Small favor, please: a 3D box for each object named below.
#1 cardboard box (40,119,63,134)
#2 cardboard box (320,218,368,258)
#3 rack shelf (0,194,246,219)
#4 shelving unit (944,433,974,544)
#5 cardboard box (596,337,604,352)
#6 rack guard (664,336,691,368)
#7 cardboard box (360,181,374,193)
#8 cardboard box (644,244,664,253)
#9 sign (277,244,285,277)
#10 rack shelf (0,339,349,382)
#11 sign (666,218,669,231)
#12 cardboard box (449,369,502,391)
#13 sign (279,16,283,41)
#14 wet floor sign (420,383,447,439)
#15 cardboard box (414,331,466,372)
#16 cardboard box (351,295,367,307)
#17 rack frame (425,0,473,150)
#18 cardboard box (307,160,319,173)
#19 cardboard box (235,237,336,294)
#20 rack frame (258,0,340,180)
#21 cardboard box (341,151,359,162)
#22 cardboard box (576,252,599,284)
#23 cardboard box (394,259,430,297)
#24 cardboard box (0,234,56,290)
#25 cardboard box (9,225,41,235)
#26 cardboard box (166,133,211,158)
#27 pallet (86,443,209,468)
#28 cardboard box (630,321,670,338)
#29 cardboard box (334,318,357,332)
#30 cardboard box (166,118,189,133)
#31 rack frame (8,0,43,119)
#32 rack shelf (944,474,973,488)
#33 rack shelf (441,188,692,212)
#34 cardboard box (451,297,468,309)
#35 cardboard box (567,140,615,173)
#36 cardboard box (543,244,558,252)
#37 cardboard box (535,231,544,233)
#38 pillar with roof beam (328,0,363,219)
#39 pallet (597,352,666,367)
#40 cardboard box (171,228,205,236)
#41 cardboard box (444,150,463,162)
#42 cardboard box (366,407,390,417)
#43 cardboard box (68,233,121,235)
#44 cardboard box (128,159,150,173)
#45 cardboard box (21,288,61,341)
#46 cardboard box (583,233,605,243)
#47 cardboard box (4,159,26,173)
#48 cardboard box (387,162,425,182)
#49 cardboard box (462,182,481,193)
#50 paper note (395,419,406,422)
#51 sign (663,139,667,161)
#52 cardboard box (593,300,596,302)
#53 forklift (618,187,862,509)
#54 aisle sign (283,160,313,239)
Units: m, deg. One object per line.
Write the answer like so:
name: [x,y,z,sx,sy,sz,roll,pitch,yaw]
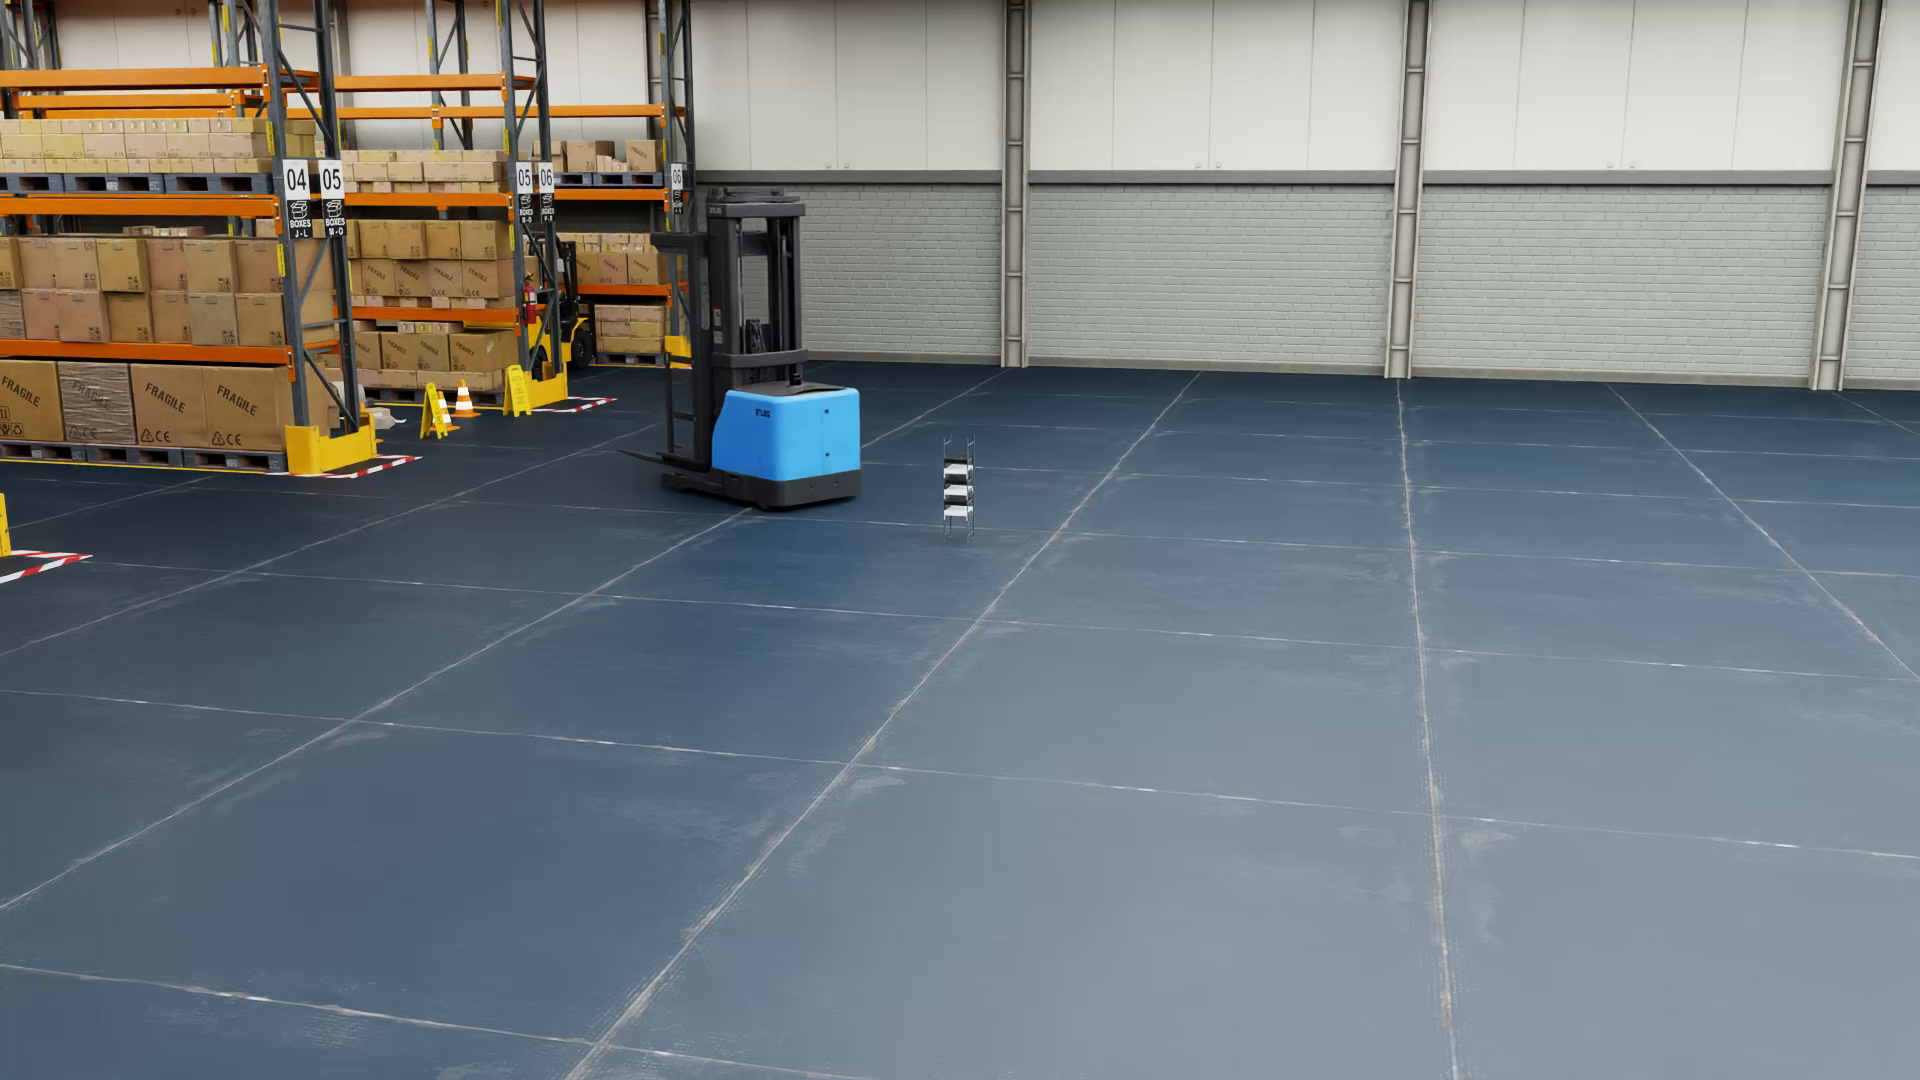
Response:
cardboard box: [-9.374,-4.323,17.408,0.250,0.149,0.380,3,13,14]
cardboard box: [-8.201,-4.078,22.465,0.500,0.500,0.700,3,13,12]
rack shelf: [-11.490,-4.745,23.429,4.000,0.370,1.077,3,13,14]
shelving unit: [-0.008,-0.440,14.138,0.210,0.900,0.258,3,13,14]
cardboard box: [-5.975,-3.240,27.292,0.500,0.250,0.500,3,13,14]
rack guard: [-4.456,-3.142,27.243,0.348,0.500,1.175,3,13,14]
cardboard box: [-7.805,-4.721,22.243,0.250,0.149,0.380,3,13,14]
cardboard box: [-4.883,-4.689,26.712,0.250,0.149,0.380,3,13,14]
sign: [-6.896,-2.841,16.895,0.005,0.325,0.100,3,13,14]
rack shelf: [-8.694,-2.026,18.103,4.000,0.370,1.077,3,13,14]
sign: [-4.623,-4.931,26.316,0.005,0.325,0.100,3,13,14]
cardboard box: [-6.537,-2.169,22.464,0.500,0.250,0.500,3,13,13]
sign: [-9.400,-7.064,22.959,0.005,0.325,0.100,3,13,14]
wet floor sign: [-6.250,-1.539,19.682,0.232,0.644,0.267,1,13,4]
cardboard box: [-7.013,-2.562,22.503,0.500,0.500,0.500,4,13,16]
cardboard box: [-8.080,-3.253,22.549,0.250,0.149,0.380,3,13,14]
rack frame: [-8.363,-7.500,27.264,0.127,3.000,1.000,3,13,14]
cardboard box: [-7.009,-3.955,17.587,0.250,0.149,0.380,3,13,14]
cardboard box: [-7.104,-2.902,17.547,0.550,0.550,0.875,3,13,14]
rack frame: [-6.753,-5.203,16.907,0.127,3.000,1.000,3,13,14]
cardboard box: [-8.043,-5.118,22.188,0.250,0.149,0.380,3,13,13]
cardboard box: [-6.019,-4.438,27.083,0.500,0.500,0.500,3,13,12]
cardboard box: [-7.228,-3.538,22.337,0.500,0.500,0.500,3,13,13]
cardboard box: [-10.286,-3.055,18.241,0.550,0.550,0.875,3,13,14]
cardboard box: [-13.852,-4.349,24.372,0.500,0.500,0.500,3,13,12]
cardboard box: [-7.780,-4.057,17.127,0.500,0.250,0.500,3,13,14]
pallet: [-8.729,-1.001,18.259,1.213,0.211,1.003,3,13,14]
cardboard box: [-5.027,-3.430,26.994,0.500,0.250,0.500,3,13,13]
cardboard box: [-8.434,-2.940,22.710,0.250,0.149,0.380,4,13,16]
cardboard box: [-7.904,-4.244,17.053,0.250,0.149,0.380,3,13,14]
rack frame: [-13.432,-6.664,23.494,0.127,3.000,1.000,3,13,14]
rack shelf: [-0.008,-0.495,14.126,0.200,0.077,0.258,3,13,14]
rack shelf: [-6.421,-5.581,27.199,4.000,0.370,1.077,3,13,14]
cardboard box: [-6.596,-3.179,22.219,0.250,0.149,0.380,3,13,13]
cardboard box: [-5.938,-6.177,26.793,0.500,0.500,0.700,3,13,14]
cardboard box: [-6.620,-4.781,27.128,0.250,0.149,0.380,3,13,12]
cardboard box: [-6.982,-5.079,27.786,0.250,0.149,0.380,3,13,13]
pillar with roof beam: [-11.796,-6.925,24.668,0.400,9.000,9.100,3,13,14]
pallet: [-5.232,-3.034,27.419,1.213,0.211,1.003,3,13,14]
cardboard box: [-10.723,-4.253,23.092,0.250,0.149,0.380,3,13,12]
cardboard box: [-6.557,-5.037,21.827,0.250,0.149,0.380,3,13,13]
cardboard box: [-7.421,-1.571,20.973,0.250,0.149,0.380,12,17,43]
cardboard box: [-15.211,-5.142,29.282,0.500,0.500,0.700,3,13,14]
cardboard box: [-8.390,-3.881,17.257,0.250,0.149,0.380,3,13,14]
cardboard box: [-9.736,-2.514,18.294,0.550,0.550,0.875,3,13,14]
cardboard box: [-5.888,-4.882,26.897,0.250,0.149,0.380,3,13,15]
cardboard box: [-9.870,-3.960,17.613,0.250,0.149,0.380,3,13,13]
cardboard box: [-7.219,-4.879,22.032,0.500,0.250,0.500,3,13,15]
cardboard box: [-6.328,-4.627,21.820,0.250,0.149,0.380,3,13,14]
paper note: [-7.060,-1.501,20.928,0.142,0.019,0.148,-1,13,-6]
sign: [-4.623,-6.109,26.055,0.005,0.325,0.100,3,13,14]
cardboard box: [-6.365,-3.861,27.781,0.500,0.250,0.500,3,13,12]
forklift: [-2.314,-1.972,16.356,1.130,2.935,3.031,-12,17,-42]
aisle sign: [-6.756,-3.476,16.975,0.004,0.787,0.394,3,13,14]
